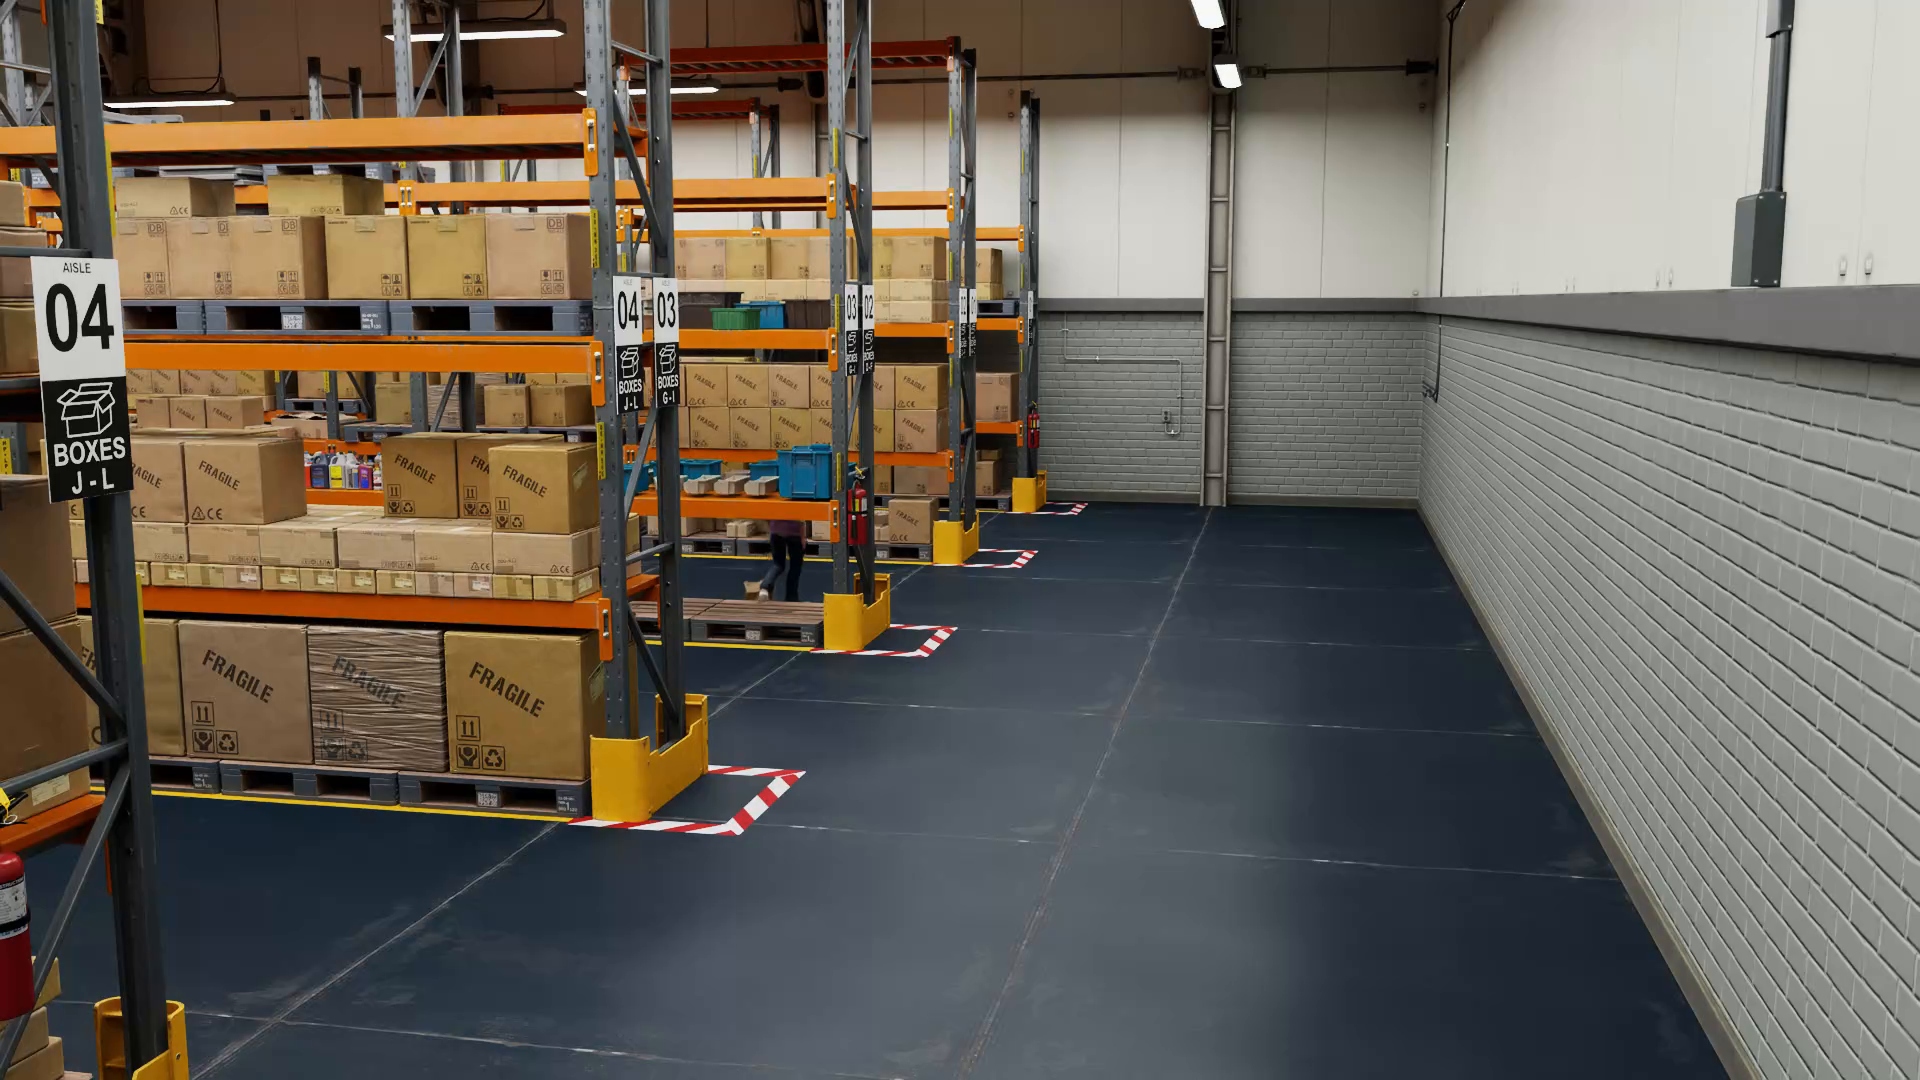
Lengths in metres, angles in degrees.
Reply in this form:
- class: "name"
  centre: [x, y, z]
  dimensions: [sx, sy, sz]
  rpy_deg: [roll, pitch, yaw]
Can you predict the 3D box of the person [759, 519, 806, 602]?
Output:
- class: "person"
  centre: [-1.703, -0.039, 16.064]
  dimensions: [0.425, 1.572, 0.638]
  rpy_deg: [4, 9, 28]
